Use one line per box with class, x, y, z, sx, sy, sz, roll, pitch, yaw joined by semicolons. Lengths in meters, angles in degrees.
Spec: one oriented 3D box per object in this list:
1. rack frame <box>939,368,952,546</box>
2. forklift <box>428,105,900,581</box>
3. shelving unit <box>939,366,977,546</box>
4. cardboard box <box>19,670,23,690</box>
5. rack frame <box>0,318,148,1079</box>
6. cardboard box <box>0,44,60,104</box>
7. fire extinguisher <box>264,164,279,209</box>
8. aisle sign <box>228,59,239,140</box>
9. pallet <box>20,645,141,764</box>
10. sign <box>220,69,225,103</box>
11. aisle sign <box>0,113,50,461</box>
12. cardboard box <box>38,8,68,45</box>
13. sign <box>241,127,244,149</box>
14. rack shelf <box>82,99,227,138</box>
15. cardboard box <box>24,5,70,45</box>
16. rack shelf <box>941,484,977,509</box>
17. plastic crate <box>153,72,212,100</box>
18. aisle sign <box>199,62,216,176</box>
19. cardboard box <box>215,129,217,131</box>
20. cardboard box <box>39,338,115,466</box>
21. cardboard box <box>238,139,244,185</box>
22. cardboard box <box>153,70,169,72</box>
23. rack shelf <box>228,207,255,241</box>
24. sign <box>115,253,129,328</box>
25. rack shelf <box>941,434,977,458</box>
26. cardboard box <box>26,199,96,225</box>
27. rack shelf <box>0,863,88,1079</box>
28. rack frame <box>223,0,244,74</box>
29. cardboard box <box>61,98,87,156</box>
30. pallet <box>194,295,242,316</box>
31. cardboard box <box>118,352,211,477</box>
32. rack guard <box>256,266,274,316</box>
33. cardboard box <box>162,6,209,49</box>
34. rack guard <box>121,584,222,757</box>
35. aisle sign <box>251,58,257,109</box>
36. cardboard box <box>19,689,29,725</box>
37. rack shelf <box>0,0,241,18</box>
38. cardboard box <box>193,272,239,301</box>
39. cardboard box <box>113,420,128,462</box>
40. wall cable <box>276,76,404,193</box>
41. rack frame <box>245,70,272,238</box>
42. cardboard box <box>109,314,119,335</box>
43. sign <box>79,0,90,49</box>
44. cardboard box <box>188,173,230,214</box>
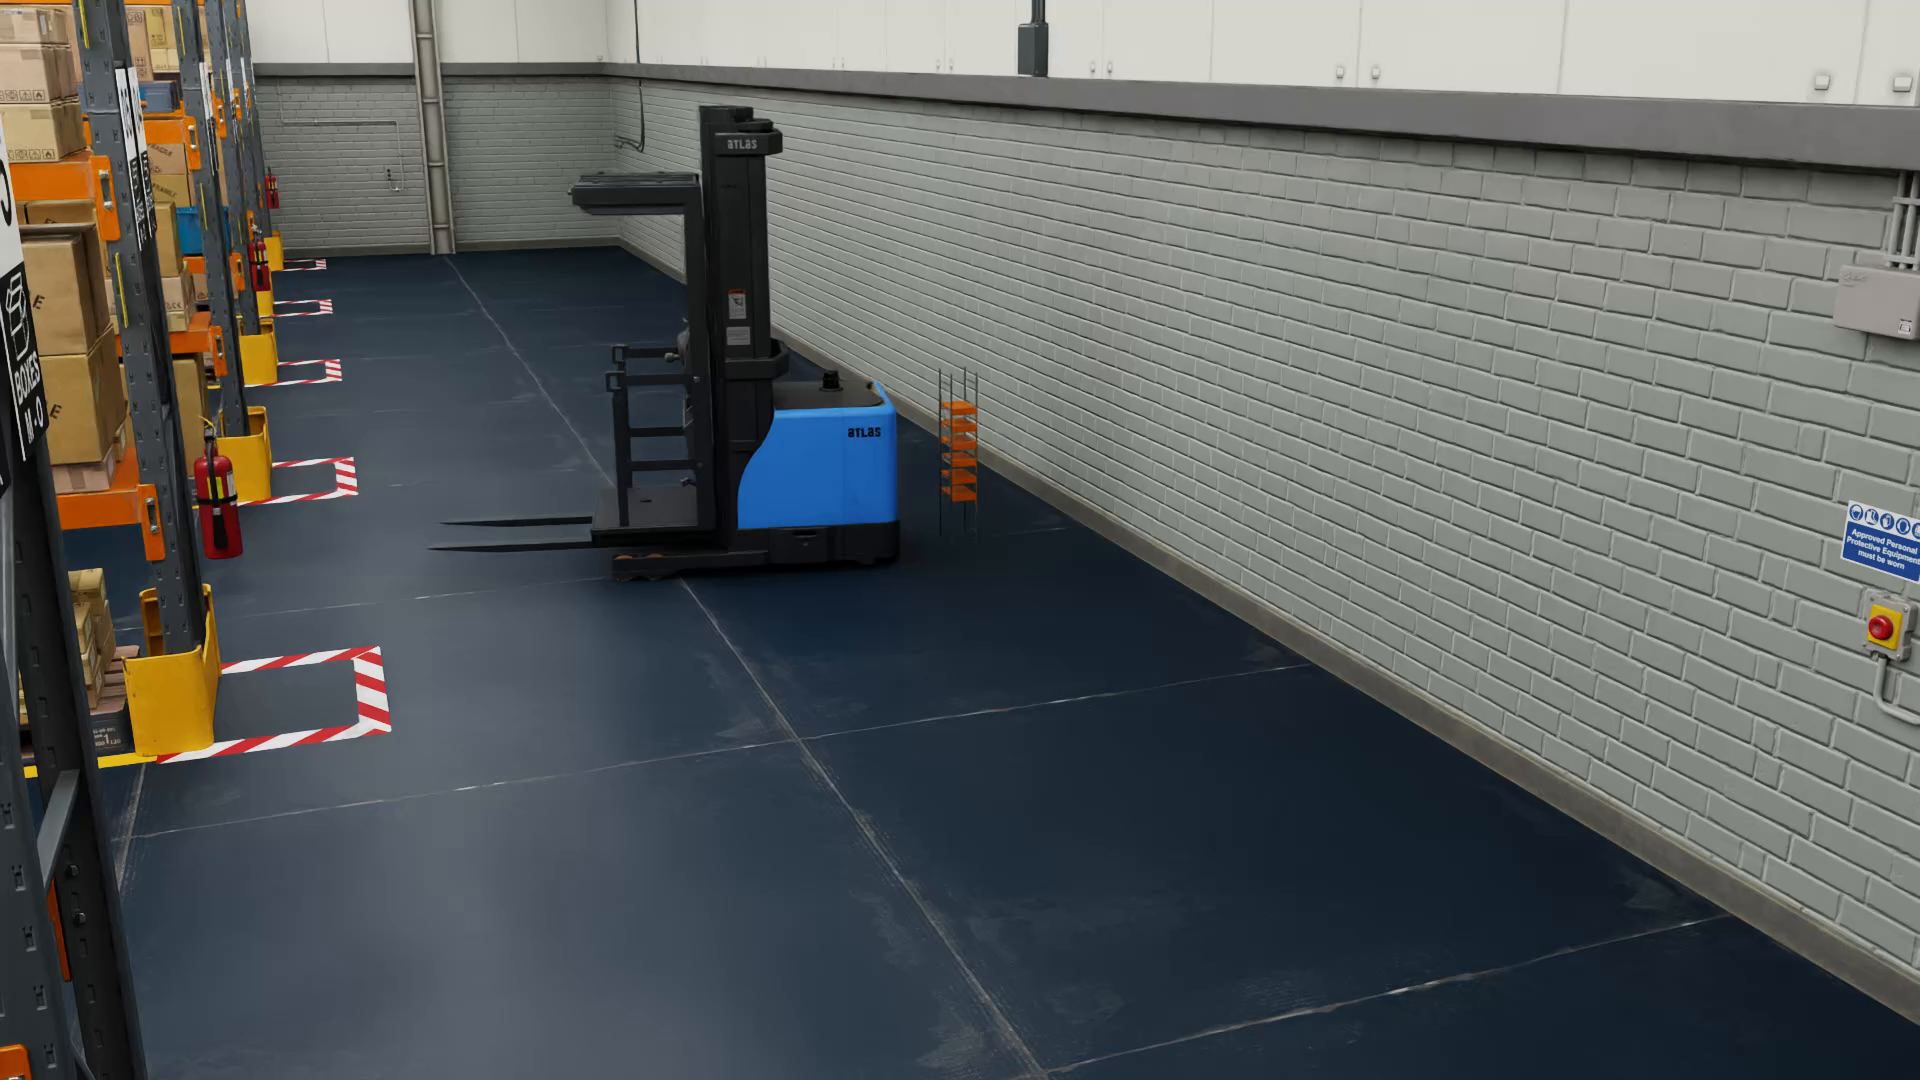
rack frame;-0.099;-0.565;11.393;0.006;1.200;0.240;-6;17;-20
forklift;-1.962;-1.300;10.824;3.031;2.935;1.130;-3;17;-9
shelving unit;-0.014;-0.574;11.424;0.189;1.200;0.258;-6;17;-20
cardboard box;-4.606;0.600;8.018;0.250;0.149;0.380;-7;18;-21
rack frame;-2.086;0.728;3.795;0.127;3.000;1.000;-6;17;-20
cardboard box;-4.291;-2.058;7.338;0.500;0.250;0.500;-7;18;-22
fire extinguisher;-10.643;-5.467;25.690;0.183;0.674;0.296;-6;17;-20
aisle sign;-7.443;-4.515;17.037;0.004;0.787;0.394;-6;17;-20
pallet;-4.794;0.854;8.315;1.213;0.211;1.003;-6;17;-20
sign;-7.192;-4.428;16.217;0.005;0.325;0.100;-6;17;-20
aisle sign;-2.122;-0.603;3.714;0.004;0.787;0.394;-6;17;-20
cardboard box;-6.667;-3.525;11.853;0.500;0.500;0.700;-7;18;-22
sign;-8.993;-5.045;20.840;0.005;0.325;0.100;-6;17;-20
rack shelf;-9.272;-4.075;16.104;4.000;0.370;1.077;-6;17;-20
cardboard box;-11.073;-6.264;20.331;0.500;0.500;0.700;-6;17;-20
rack shelf;-0.014;-0.301;11.504;0.180;0.103;0.258;-6;17;-20
plastic crate;-7.863;-4.594;16.825;0.590;0.269;0.497;-6;17;-20
aisle sign;-5.457;-3.055;12.064;0.004;0.787;0.394;-6;17;-20
cardboard box;-9.682;-5.039;21.480;0.500;0.500;0.500;-6;17;-18
cardboard box;-4.279;-0.642;7.755;0.500;0.500;0.500;-6;17;-19
cardboard box;-11.422;-5.879;25.762;0.700;0.700;0.980;-5;17;-18
cardboard box;-10.029;-5.685;20.575;0.500;0.250;0.500;-6;17;-20
rack shelf;-11.041;-3.939;20.966;4.000;0.370;1.077;-6;17;-20
sign;-3.772;-1.123;7.484;0.005;0.325;0.100;-6;17;-20
rack shelf;-0.014;-0.647;11.403;0.180;0.103;0.258;-6;17;-20
cardboard box;-6.644;-2.282;12.453;0.500;0.500;0.500;-7;18;-21
rack shelf;-3.953;1.275;3.210;4.000;0.370;1.077;-6;17;-20
rack frame;-9.173;-7.365;20.706;0.127;3.000;1.000;-6;17;-20
cardboard box;-4.462;-1.953;7.869;0.500;0.250;0.500;-6;17;-18
pallet;-9.988;-3.060;21.644;1.213;0.211;1.003;-6;17;-20
cardboard box;-6.201;-0.976;12.623;0.875;0.875;0.875;-6;17;-20
rack guard;-9.244;-3.279;21.877;0.348;0.500;1.175;-6;17;-20
cardboard box;-9.647;-6.397;20.783;0.500;0.500;0.700;-6;17;-20
rack guard;-4.022;0.643;8.522;0.348;0.500;1.175;-6;17;-20
aisle sign;-10.775;-6.965;25.378;0.004;0.787;0.394;-6;17;-20
cardboard box;-4.572;0.763;7.992;0.250;0.149;0.380;-6;17;-18
rack shelf;-12.817;-7.929;24.614;4.000;0.370;1.077;-6;17;-20
cardboard box;-9.593;-3.378;21.434;0.500;0.500;0.500;-6;17;-20
cardboard box;-4.371;-0.497;8.414;0.250;0.149;0.380;-6;18;-21
wall cable;-10.092;-6.655;27.132;1.851;1.984;0.084;-6;17;-20
rack frame;-10.949;-5.789;25.988;0.127;3.000;1.000;-6;17;-20
cardboard box;-6.089;-1.610;12.202;0.250;0.149;0.380;-6;17;-20
sign;-3.772;-2.280;7.144;0.005;0.325;0.100;-6;17;-20
cardboard box;-9.494;-4.417;21.140;0.500;0.500;0.500;-6;17;-18
